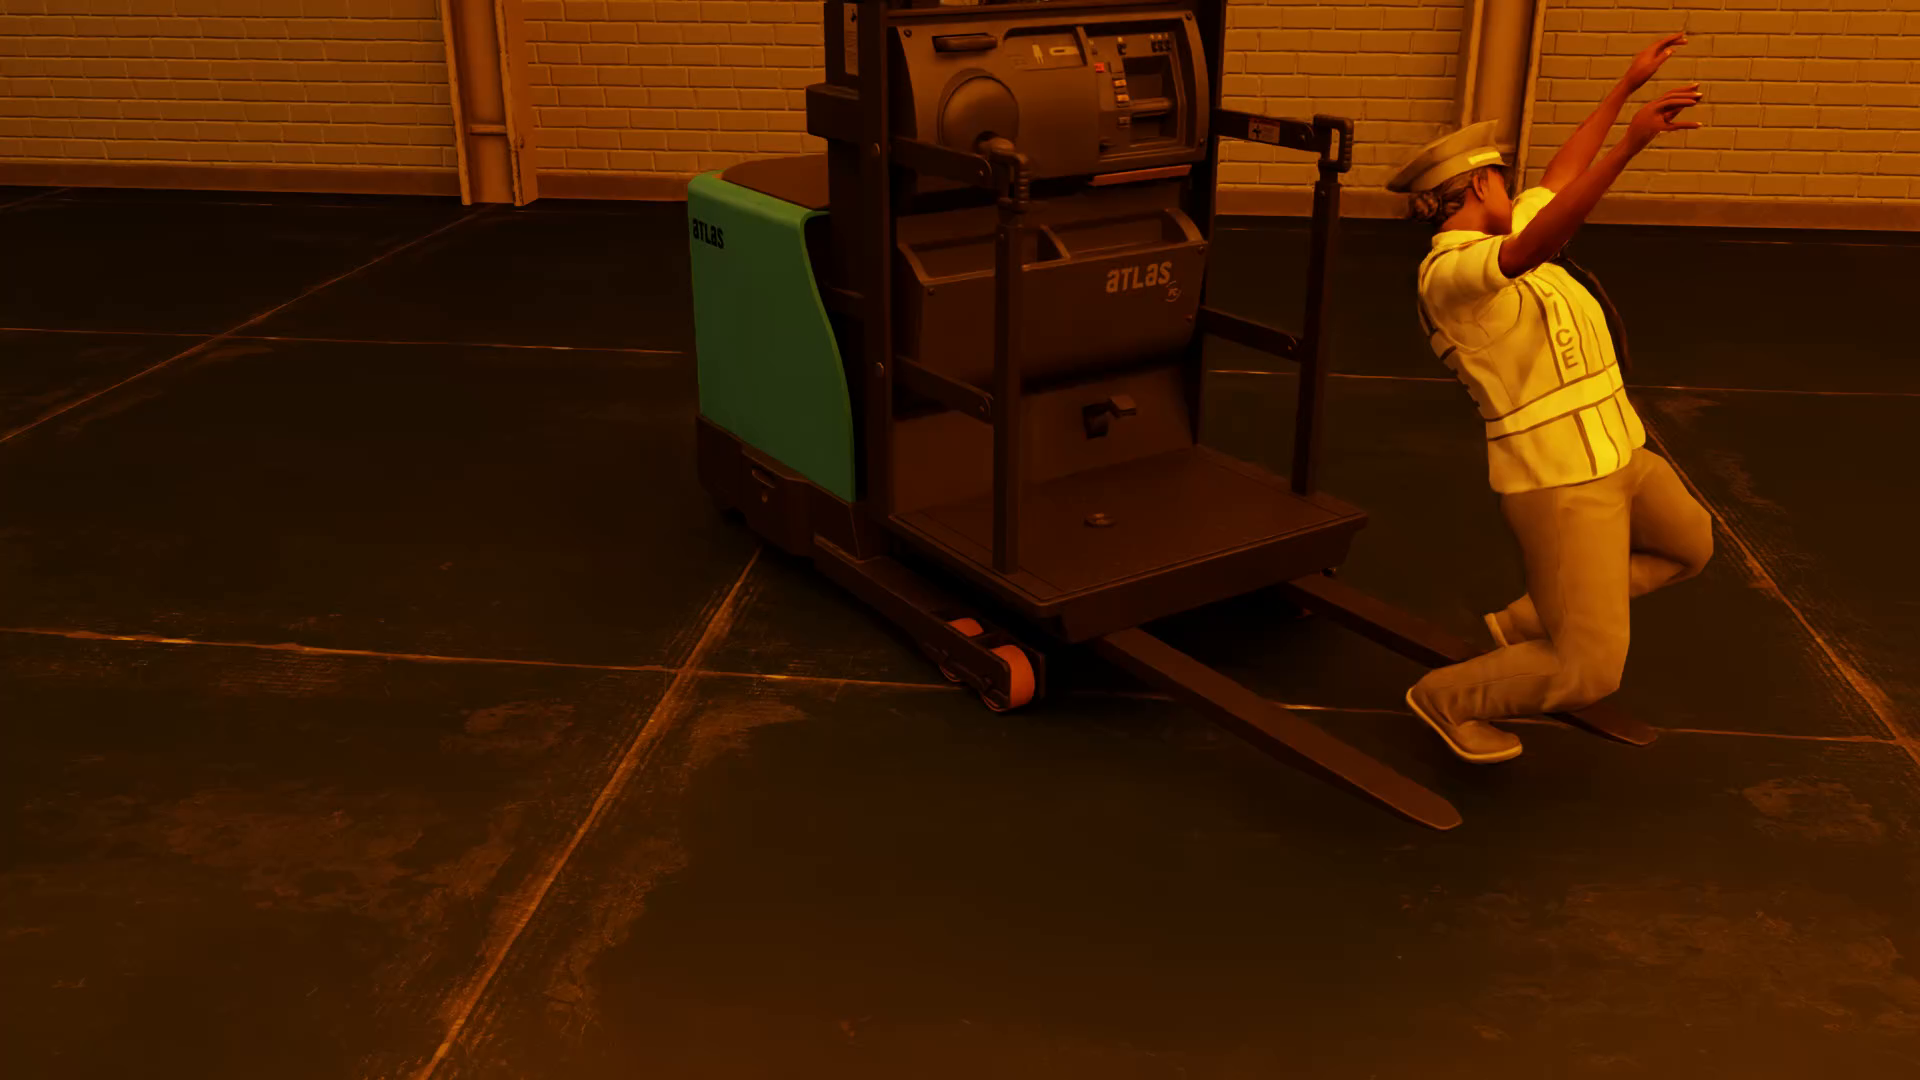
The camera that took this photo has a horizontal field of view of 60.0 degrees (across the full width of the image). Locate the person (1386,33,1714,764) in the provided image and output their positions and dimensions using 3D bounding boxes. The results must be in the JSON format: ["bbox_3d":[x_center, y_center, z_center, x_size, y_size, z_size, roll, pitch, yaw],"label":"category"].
[{"bbox_3d":[1.272,-0.277,3.670,0.761,1.569,0.879,13,25,30],"label":"person"}]

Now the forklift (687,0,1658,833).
[{"bbox_3d":[0.375,-1.135,4.072,1.130,2.935,3.031,-14,26,-31],"label":"forklift"}]
